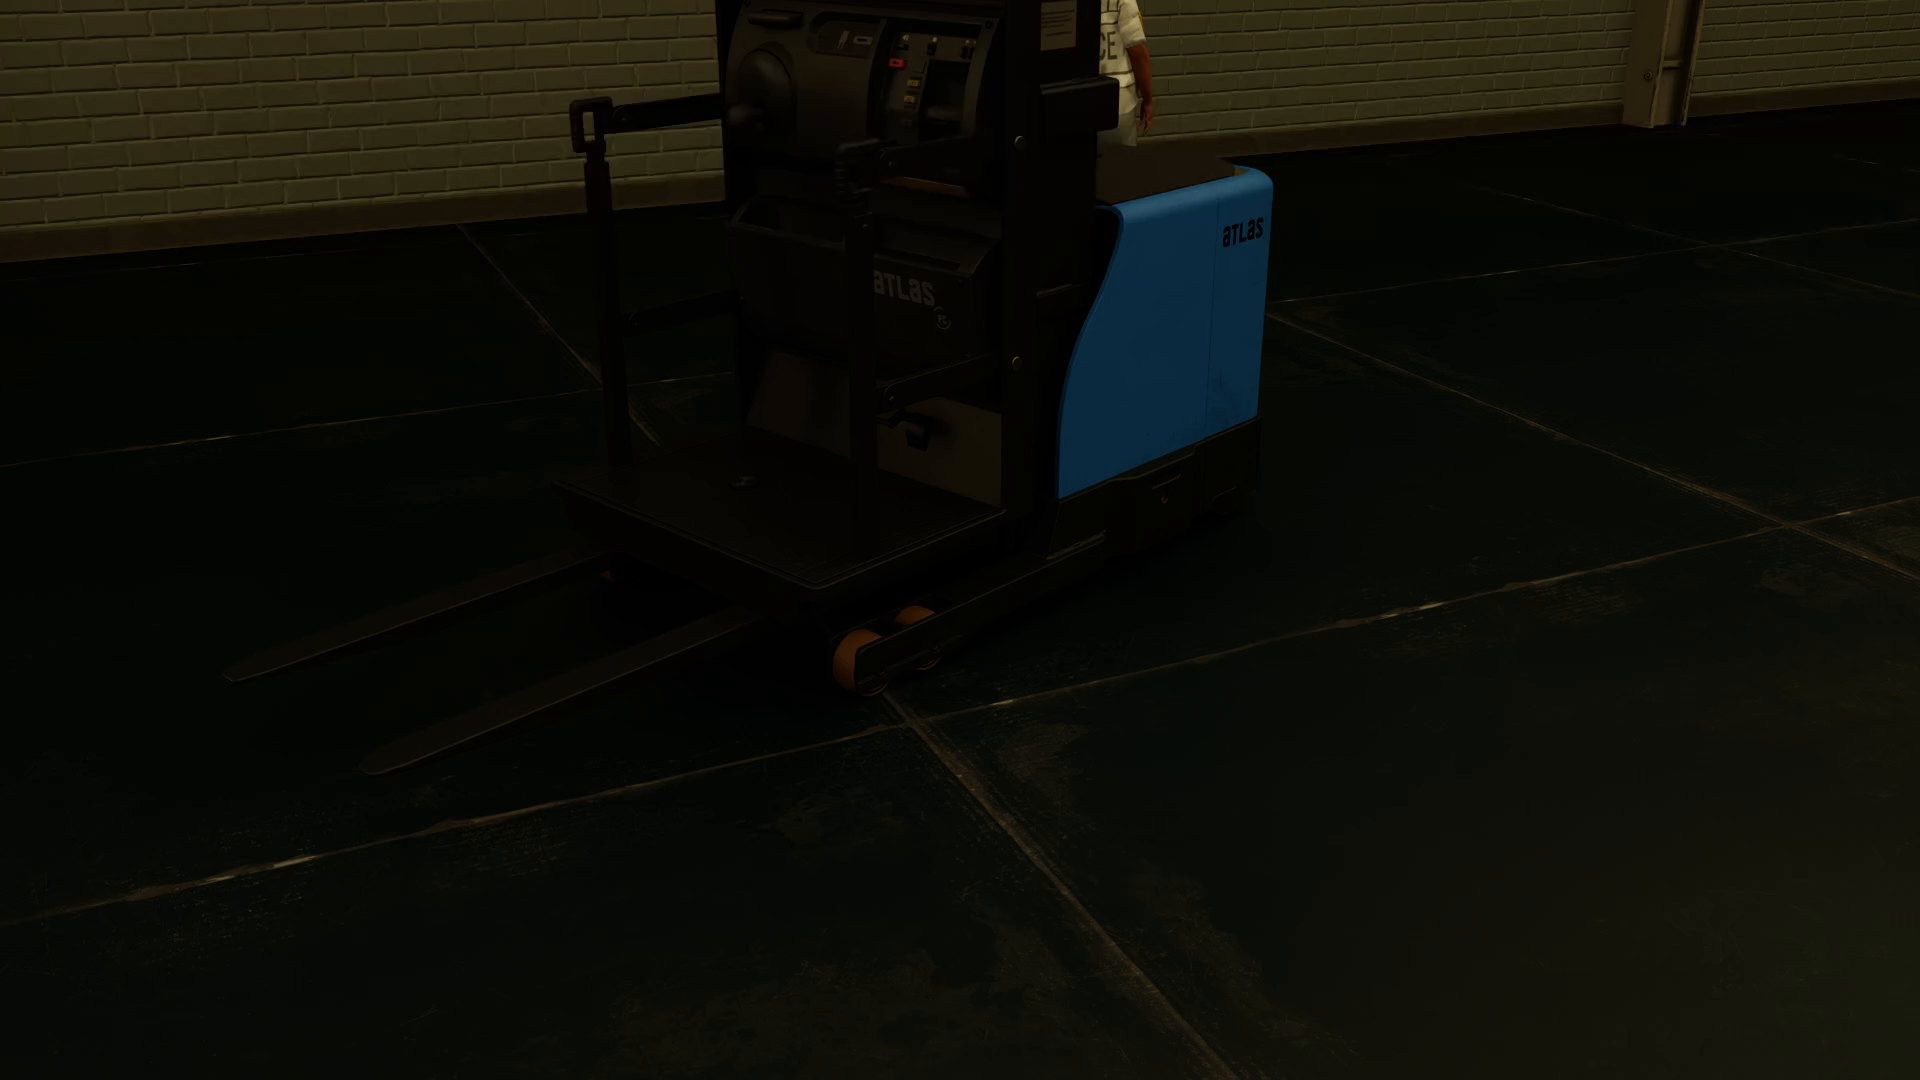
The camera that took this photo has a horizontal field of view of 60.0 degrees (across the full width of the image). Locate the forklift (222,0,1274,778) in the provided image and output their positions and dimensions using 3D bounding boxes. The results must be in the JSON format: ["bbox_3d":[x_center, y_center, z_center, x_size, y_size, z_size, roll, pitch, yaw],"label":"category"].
[{"bbox_3d":[-0.413,-1.182,4.131,1.130,2.935,3.031,19,29,39],"label":"forklift"}]

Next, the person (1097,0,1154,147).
[{"bbox_3d":[0.636,-1.990,7.706,0.598,1.669,0.530,5,23,12],"label":"person"}]
